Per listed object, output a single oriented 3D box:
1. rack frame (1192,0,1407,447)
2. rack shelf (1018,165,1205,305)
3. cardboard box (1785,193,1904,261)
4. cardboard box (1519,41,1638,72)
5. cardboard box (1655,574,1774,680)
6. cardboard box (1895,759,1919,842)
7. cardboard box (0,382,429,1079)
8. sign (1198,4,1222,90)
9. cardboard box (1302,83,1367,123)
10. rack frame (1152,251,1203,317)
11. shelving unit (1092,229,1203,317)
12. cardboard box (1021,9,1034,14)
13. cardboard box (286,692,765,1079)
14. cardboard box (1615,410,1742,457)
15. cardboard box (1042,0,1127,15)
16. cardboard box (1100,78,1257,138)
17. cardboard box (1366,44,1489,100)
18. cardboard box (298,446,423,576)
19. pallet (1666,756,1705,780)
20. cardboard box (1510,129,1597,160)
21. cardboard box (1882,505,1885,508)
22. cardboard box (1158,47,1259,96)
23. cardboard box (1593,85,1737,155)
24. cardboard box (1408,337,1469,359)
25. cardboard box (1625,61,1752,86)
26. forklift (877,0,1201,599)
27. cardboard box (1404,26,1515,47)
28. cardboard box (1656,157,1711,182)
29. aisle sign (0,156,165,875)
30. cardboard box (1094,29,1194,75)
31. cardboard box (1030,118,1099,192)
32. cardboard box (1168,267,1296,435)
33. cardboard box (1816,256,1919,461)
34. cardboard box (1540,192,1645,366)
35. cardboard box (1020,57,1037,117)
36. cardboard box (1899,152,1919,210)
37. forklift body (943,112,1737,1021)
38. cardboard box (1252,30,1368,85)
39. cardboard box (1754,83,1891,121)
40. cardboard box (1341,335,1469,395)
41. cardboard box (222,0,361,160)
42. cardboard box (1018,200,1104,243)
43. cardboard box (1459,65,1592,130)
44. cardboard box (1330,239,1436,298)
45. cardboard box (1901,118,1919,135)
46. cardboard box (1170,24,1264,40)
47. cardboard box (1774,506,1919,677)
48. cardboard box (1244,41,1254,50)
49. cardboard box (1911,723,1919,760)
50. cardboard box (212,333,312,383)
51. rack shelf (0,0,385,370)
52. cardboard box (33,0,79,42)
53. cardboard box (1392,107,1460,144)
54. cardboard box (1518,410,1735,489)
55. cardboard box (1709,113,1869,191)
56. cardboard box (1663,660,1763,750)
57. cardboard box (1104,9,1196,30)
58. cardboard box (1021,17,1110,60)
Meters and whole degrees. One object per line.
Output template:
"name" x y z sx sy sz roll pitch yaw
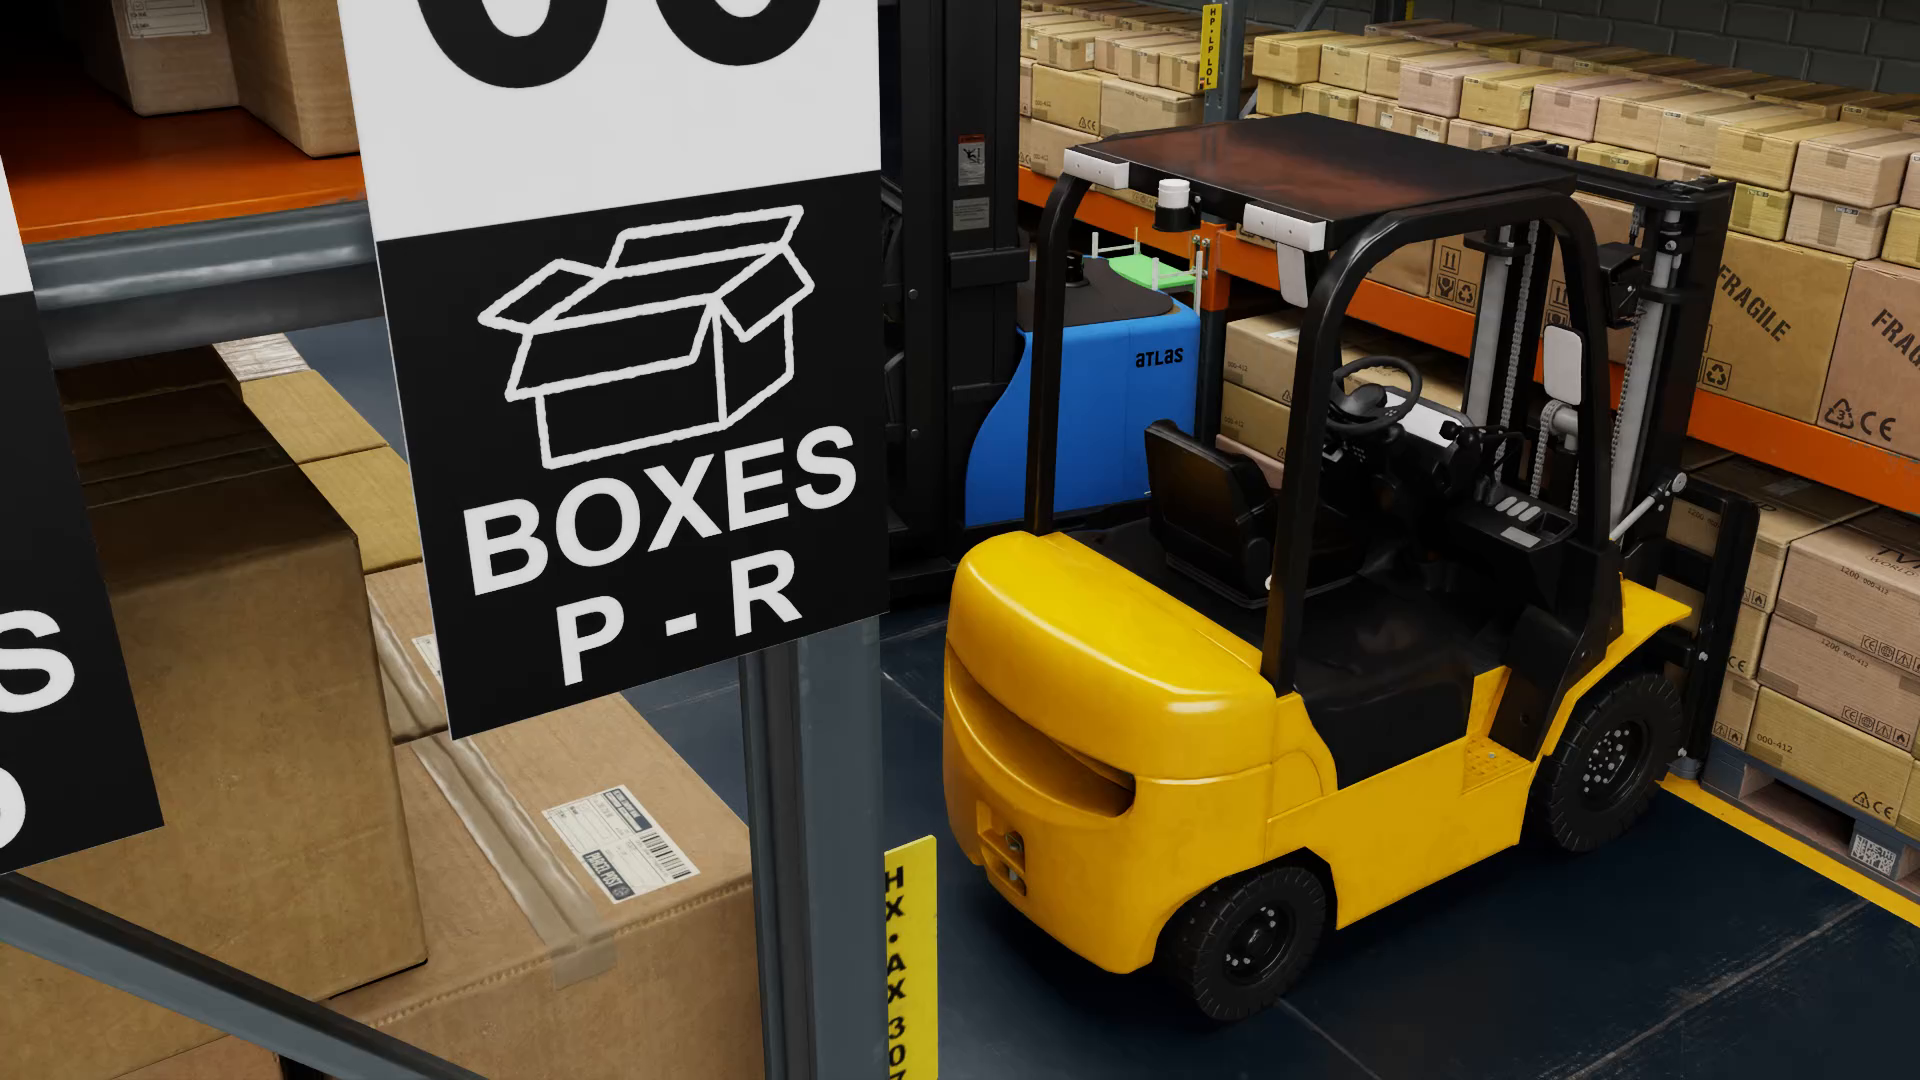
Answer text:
"rack frame" 1.451 -1.610 7.147 1.000 3.000 0.127 -16 29 -30
"rack shelf" 0.359 -2.000 8.816 1.077 0.370 4.000 -16 29 -30
"cardboard box" 2.645 -0.944 4.859 0.380 0.149 0.250 -17 30 -31
"cardboard box" 2.326 -1.774 6.268 0.380 0.149 0.250 -16 30 -31
"cardboard box" 2.543 0.185 5.488 0.500 0.250 0.500 -16 30 -31
"cardboard box" 3.114 0.779 4.814 0.500 0.250 0.500 -15 29 -29
"cardboard box" -0.984 0.215 1.644 0.700 0.500 0.500 -16 30 -31
"sign" 1.002 -1.968 6.642 0.100 0.325 0.005 -16 29 -30
"cardboard box" 1.547 -1.681 6.421 0.380 0.149 0.250 -15 29 -28
"rack frame" 0.915 -0.644 7.187 0.240 1.200 0.015 -12 27 -24
"shelving unit" 0.806 -0.733 7.386 0.258 1.200 0.503 -12 27 -24
"cardboard box" 0.147 -2.546 8.253 0.380 0.149 0.250 -16 30 -31
"cardboard box" -0.548 0.565 2.074 0.500 0.500 0.500 -16 30 -30
"cardboard box" 2.717 -0.338 6.011 0.500 0.250 0.500 -16 30 -31
"cardboard box" 0.646 -2.681 8.538 0.380 0.149 0.250 -15 29 -29
"cardboard box" 0.969 -1.885 7.319 0.500 0.250 0.500 -16 30 -31
"cardboard box" 1.742 -1.739 6.194 0.380 0.149 0.250 -16 30 -31
"cardboard box" -1.113 0.198 2.851 0.500 0.500 0.500 -16 30 -31
"pallet" 2.520 0.382 6.194 1.003 0.211 1.213 -16 29 -30
"cardboard box" 2.079 -1.309 5.632 0.380 0.149 0.250 -17 30 -31
"cardboard box" 3.255 0.028 5.235 0.500 0.250 0.500 -15 29 -29
"cardboard box" 1.079 -2.019 7.137 0.380 0.149 0.250 -14 29 -28
"cardboard box" 2.297 -1.373 5.419 0.380 0.149 0.250 -15 29 -29
"cardboard box" 2.171 -0.700 6.777 0.500 0.250 0.500 -16 30 -30
"cardboard box" 2.551 -1.574 5.845 0.380 0.149 0.250 -16 30 -30
"forklift" -0.584 -1.230 6.422 3.031 2.935 1.130 -9 27 -19
"cardboard box" 1.981 -1.940 6.621 0.380 0.149 0.250 -16 30 -31
"cardboard box" 2.429 -1.140 5.275 0.380 0.149 0.250 -16 30 -30
"aisle sign" -0.731 -0.107 0.918 0.394 0.787 0.004 -16 29 -30
"cardboard box" 0.833 -2.207 7.535 0.380 0.149 0.250 -16 29 -30
"cardboard box" 0.678 -1.840 7.810 0.500 0.250 0.500 -16 29 -30
"cardboard box" 1.157 -0.910 7.954 0.875 0.625 0.625 -14 29 -27
"cardboard box" 2.871 -0.527 4.736 0.500 0.500 0.500 -15 29 -28
"cardboard box" 2.307 -0.888 5.500 0.500 0.500 0.500 -15 29 -29
"cardboard box" 0.408 -2.251 8.095 0.500 0.250 0.500 -15 29 -29
"cardboard box" 2.863 -1.006 4.642 0.380 0.149 0.250 -15 29 -29
"forklift body" 1.071 -0.049 4.834 2.313 2.155 1.214 -16 29 -30
"cardboard box" 1.377 -1.900 6.536 0.380 0.149 0.250 -15 29 -29
"cardboard box" 2.810 -1.382 5.439 0.380 0.149 0.250 -15 29 -29
"cardboard box" 1.723 -0.578 6.517 0.500 0.250 0.500 -15 29 -29
"cardboard box" -0.431 -0.459 1.488 0.380 0.149 0.250 -16 29 -30
"cardboard box" 0.328 -1.458 9.115 0.875 0.625 0.625 -17 30 -32
"cardboard box" 1.961 -1.536 5.765 0.380 0.149 0.250 -16 30 -30
"cardboard box" 1.773 -1.254 6.274 0.500 0.500 0.500 -15 29 -29
"cardboard box" 3.072 -1.196 5.043 0.380 0.149 0.250 -15 29 -28
"cardboard box" 1.201 -2.322 7.779 0.380 0.149 0.250 -16 29 -30
"cardboard box" 2.838 0.148 4.979 0.500 0.250 0.500 -15 29 -29
"cardboard box" 1.439 -2.125 7.360 0.380 0.149 0.250 -16 30 -31
"cardboard box" 3.107 0.547 4.722 0.500 0.250 0.500 -16 30 -30
"cardboard box" -1.681 -0.164 3.618 0.500 0.500 0.500 -15 29 -28
"rack shelf" -1.614 -0.768 2.692 1.077 0.370 4.000 -16 29 -30
"cardboard box" -0.921 -0.717 2.036 0.380 0.149 0.250 -16 29 -30
"cardboard box" 1.786 -1.489 6.014 0.380 0.149 0.250 -15 29 -28
"cardboard box" 2.284 -0.213 5.745 0.500 0.250 0.500 -16 30 -31
"cardboard box" 2.482 -1.165 4.978 0.380 0.149 0.250 -15 29 -29
"cardboard box" 2.584 0.418 5.579 0.500 0.250 0.500 -15 29 -29
"cardboard box" 0.929 -2.504 8.163 0.380 0.149 0.250 -16 29 -30
"cardboard box" 0.488 -2.379 7.898 0.380 0.149 0.250 -16 30 -31
